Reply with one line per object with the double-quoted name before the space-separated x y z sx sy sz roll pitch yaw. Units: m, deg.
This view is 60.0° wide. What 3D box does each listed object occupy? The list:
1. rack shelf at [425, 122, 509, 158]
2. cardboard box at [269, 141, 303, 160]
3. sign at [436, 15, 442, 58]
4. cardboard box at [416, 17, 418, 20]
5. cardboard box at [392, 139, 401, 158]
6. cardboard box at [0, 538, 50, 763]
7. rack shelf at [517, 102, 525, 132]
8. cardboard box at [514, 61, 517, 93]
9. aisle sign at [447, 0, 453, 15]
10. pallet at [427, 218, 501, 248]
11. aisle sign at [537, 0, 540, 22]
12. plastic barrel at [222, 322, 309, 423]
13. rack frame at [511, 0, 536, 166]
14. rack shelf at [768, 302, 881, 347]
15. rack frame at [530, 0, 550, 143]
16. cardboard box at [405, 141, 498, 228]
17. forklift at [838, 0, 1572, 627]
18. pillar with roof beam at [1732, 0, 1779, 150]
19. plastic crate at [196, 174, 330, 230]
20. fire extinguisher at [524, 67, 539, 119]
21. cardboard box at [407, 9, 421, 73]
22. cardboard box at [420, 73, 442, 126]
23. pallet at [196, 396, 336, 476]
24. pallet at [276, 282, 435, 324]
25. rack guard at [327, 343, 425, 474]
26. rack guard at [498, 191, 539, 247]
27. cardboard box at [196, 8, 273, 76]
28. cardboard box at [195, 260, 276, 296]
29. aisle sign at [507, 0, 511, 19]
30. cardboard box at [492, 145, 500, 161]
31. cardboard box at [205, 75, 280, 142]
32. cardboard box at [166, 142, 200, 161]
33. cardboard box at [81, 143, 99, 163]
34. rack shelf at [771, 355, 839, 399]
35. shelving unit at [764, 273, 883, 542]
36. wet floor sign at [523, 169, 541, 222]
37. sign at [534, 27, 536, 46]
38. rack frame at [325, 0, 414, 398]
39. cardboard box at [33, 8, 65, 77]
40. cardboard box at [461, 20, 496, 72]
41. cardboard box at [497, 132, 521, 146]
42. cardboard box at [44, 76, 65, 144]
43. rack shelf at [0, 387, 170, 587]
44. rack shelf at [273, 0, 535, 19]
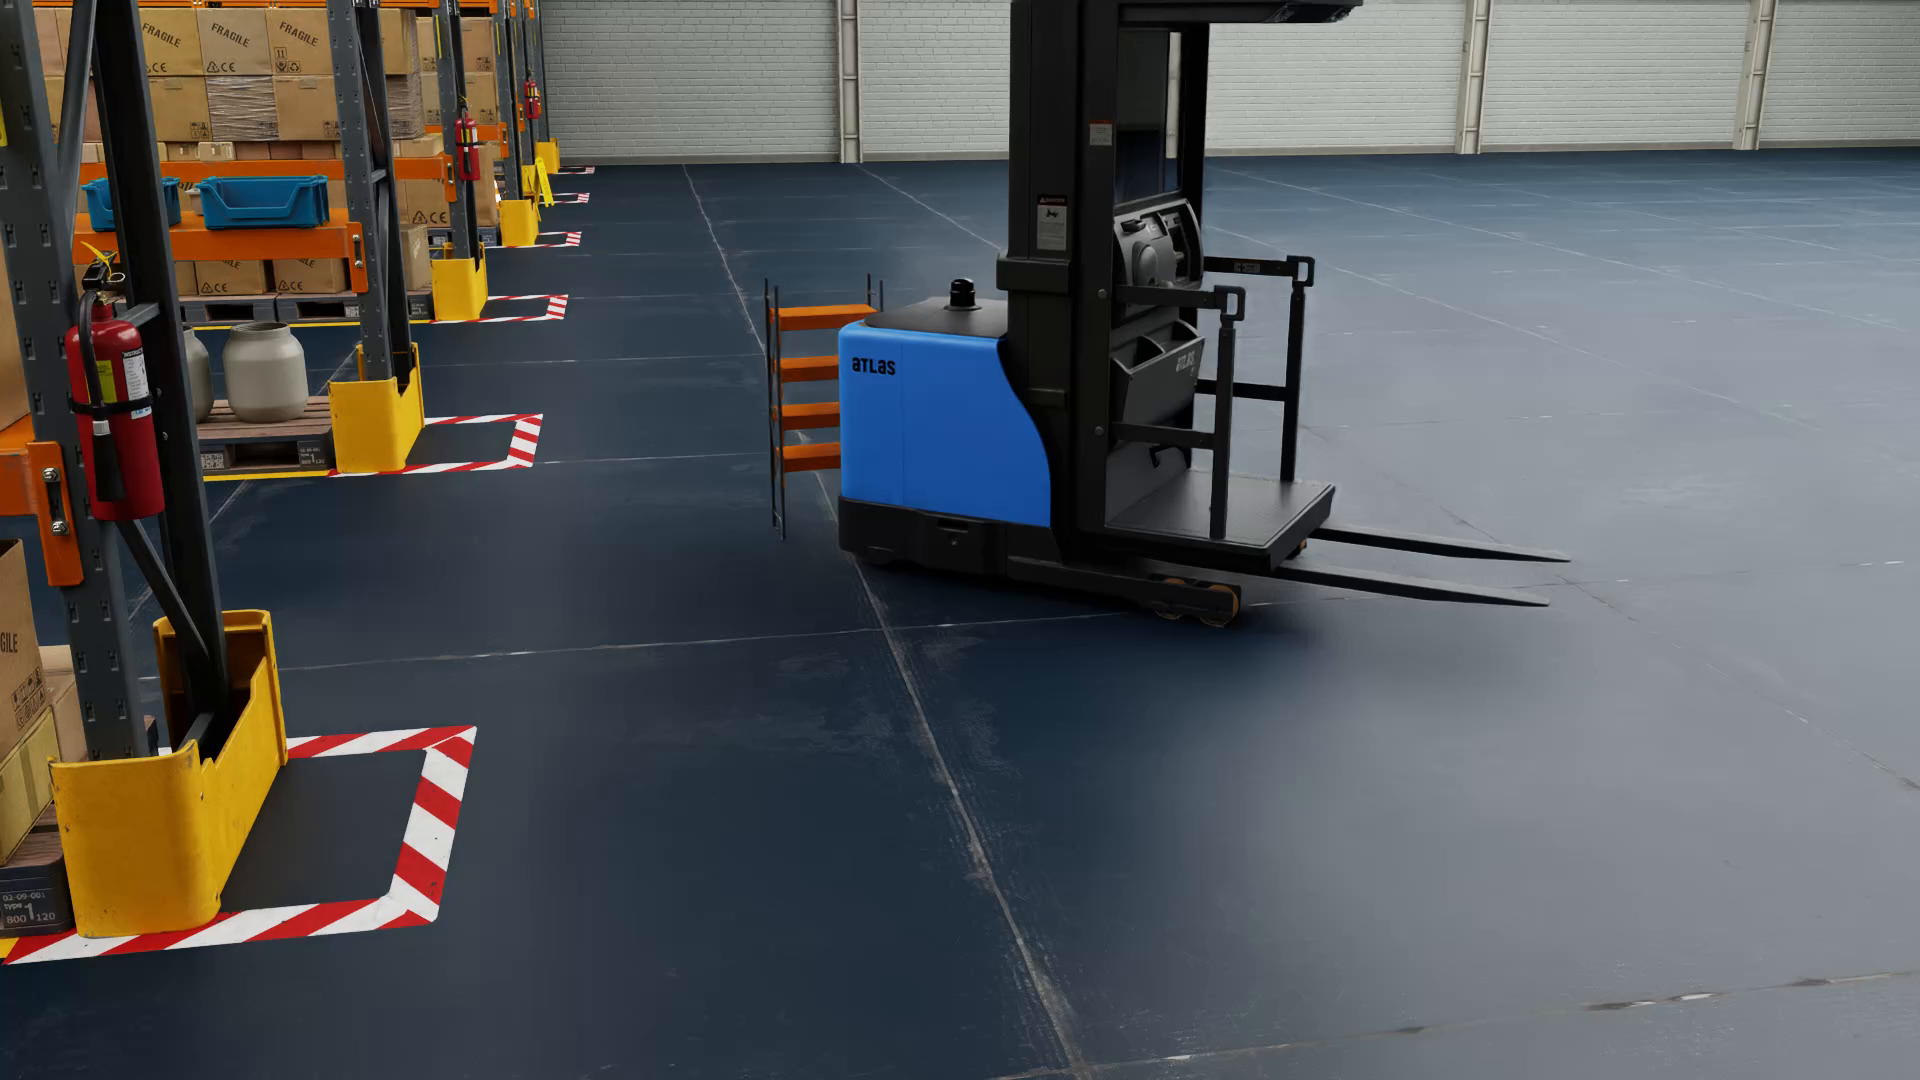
"rack shelf" -6.987 -4.391 18.225 4.000 0.370 1.077 -3 17 -10
"cardboard box" -5.405 -3.161 13.424 0.250 0.149 0.380 -3 17 -10
"sign" -4.096 -3.954 13.067 0.005 0.325 0.100 -3 17 -10
"cardboard box" -7.501 -6.760 22.333 0.500 0.500 0.700 -3 17 -11
"cardboard box" -4.668 -3.202 13.555 0.250 0.149 0.380 -3 17 -10
"cardboard box" -2.776 0.316 4.365 0.500 0.500 0.500 -3 17 -10
"rack shelf" -8.025 -5.812 22.852 4.000 0.370 1.077 -3 17 -10
"cardboard box" -7.440 -7.643 27.417 0.500 0.500 0.500 -4 17 -12
"aisle sign" -4.064 -4.571 13.156 0.004 0.787 0.394 -3 17 -10
"pallet" -5.793 -3.446 18.673 1.213 0.211 1.003 -3 17 -10
"aisle sign" -6.887 -8.860 27.122 0.004 0.787 0.394 -3 17 -10
"plastic barrel" -3.874 -0.936 9.272 0.421 0.512 0.421 0 17 0
"rack frame" -6.061 -6.268 23.109 0.127 3.000 1.000 -3 17 -10
"rack shelf" -0.627 -0.997 7.677 0.480 0.148 0.258 -5 18 -17
"rack frame" -7.007 -7.698 27.767 0.127 3.000 1.000 -3 17 -10
"cardboard box" -5.676 -3.975 18.547 0.875 0.875 0.875 -3 17 -10
"forklift" 1.009 -1.230 6.825 3.031 2.935 1.130 8 19 25
"pillar with roof beam" 16.520 -10.883 27.918 0.400 9.000 9.100 -3 17 -10
"plastic crate" -3.677 -1.798 8.810 0.616 0.251 0.499 -3 17 -10
"fire extinguisher" -5.862 -6.104 22.709 0.183 0.674 0.296 -3 17 -10
"cardboard box" -4.773 -4.127 13.759 0.500 0.500 0.500 -3 17 -10
"cardboard box" -5.915 -4.847 18.230 0.550 0.550 0.875 -3 17 -10
"pallet" -4.106 -0.589 9.369 1.213 0.211 1.003 -3 17 -10
"pallet" -5.060 -2.039 14.090 1.213 0.211 1.003 -3 17 -10
"rack guard" -3.308 -0.770 9.468 0.348 0.500 1.175 -3 17 -10
"rack guard" -5.000 -3.653 18.853 0.348 0.500 1.175 -3 17 -10
"cardboard box" -5.656 -3.920 13.087 0.500 0.500 0.500 -3 17 -10
"cardboard box" -5.996 -2.314 13.780 0.500 0.500 0.500 -2 17 -5
"aisle sign" -5.010 -6.179 18.394 0.004 0.787 0.394 -3 17 -10
"cardboard box" -7.898 -6.443 27.646 0.500 0.250 0.500 -3 17 -10
"cardboard box" -5.694 -3.500 13.422 0.500 0.500 0.875 -3 17 -10
"cardboard box" -6.134 -3.108 13.249 0.250 0.149 0.380 -3 17 -10
"cardboard box" -6.856 -3.044 13.042 0.250 0.149 0.380 -3 17 -10
"rack shelf" -0.627 -0.771 7.746 0.480 0.148 0.258 -5 18 -17
"shelving unit" -0.627 -0.622 7.792 0.503 1.200 0.258 -5 18 -17
"wet floor sign" -5.370 -4.293 20.691 0.232 0.644 0.267 -6 18 -20
"sign" -6.917 -8.208 27.051 0.005 0.325 0.100 -3 17 -10
"rack frame" -3.242 -1.983 9.159 0.127 3.000 1.000 -3 17 -10
"cardboard box" -7.128 -3.836 12.813 0.500 0.500 0.500 -3 17 -10
"cardboard box" -5.395 -5.425 18.270 0.550 0.550 0.875 -3 17 -10
"cardboard box" -7.425 -6.707 27.654 0.500 0.250 0.500 -3 17 -11
"cardboard box" -7.158 -3.403 13.105 0.500 0.500 0.875 -3 17 -10
"rack shelf" -4.270 -0.100 4.253 4.000 0.370 1.077 -3 17 -10
"rack shelf" -8.970 -8.677 27.070 4.000 0.370 1.077 -3 17 -10
